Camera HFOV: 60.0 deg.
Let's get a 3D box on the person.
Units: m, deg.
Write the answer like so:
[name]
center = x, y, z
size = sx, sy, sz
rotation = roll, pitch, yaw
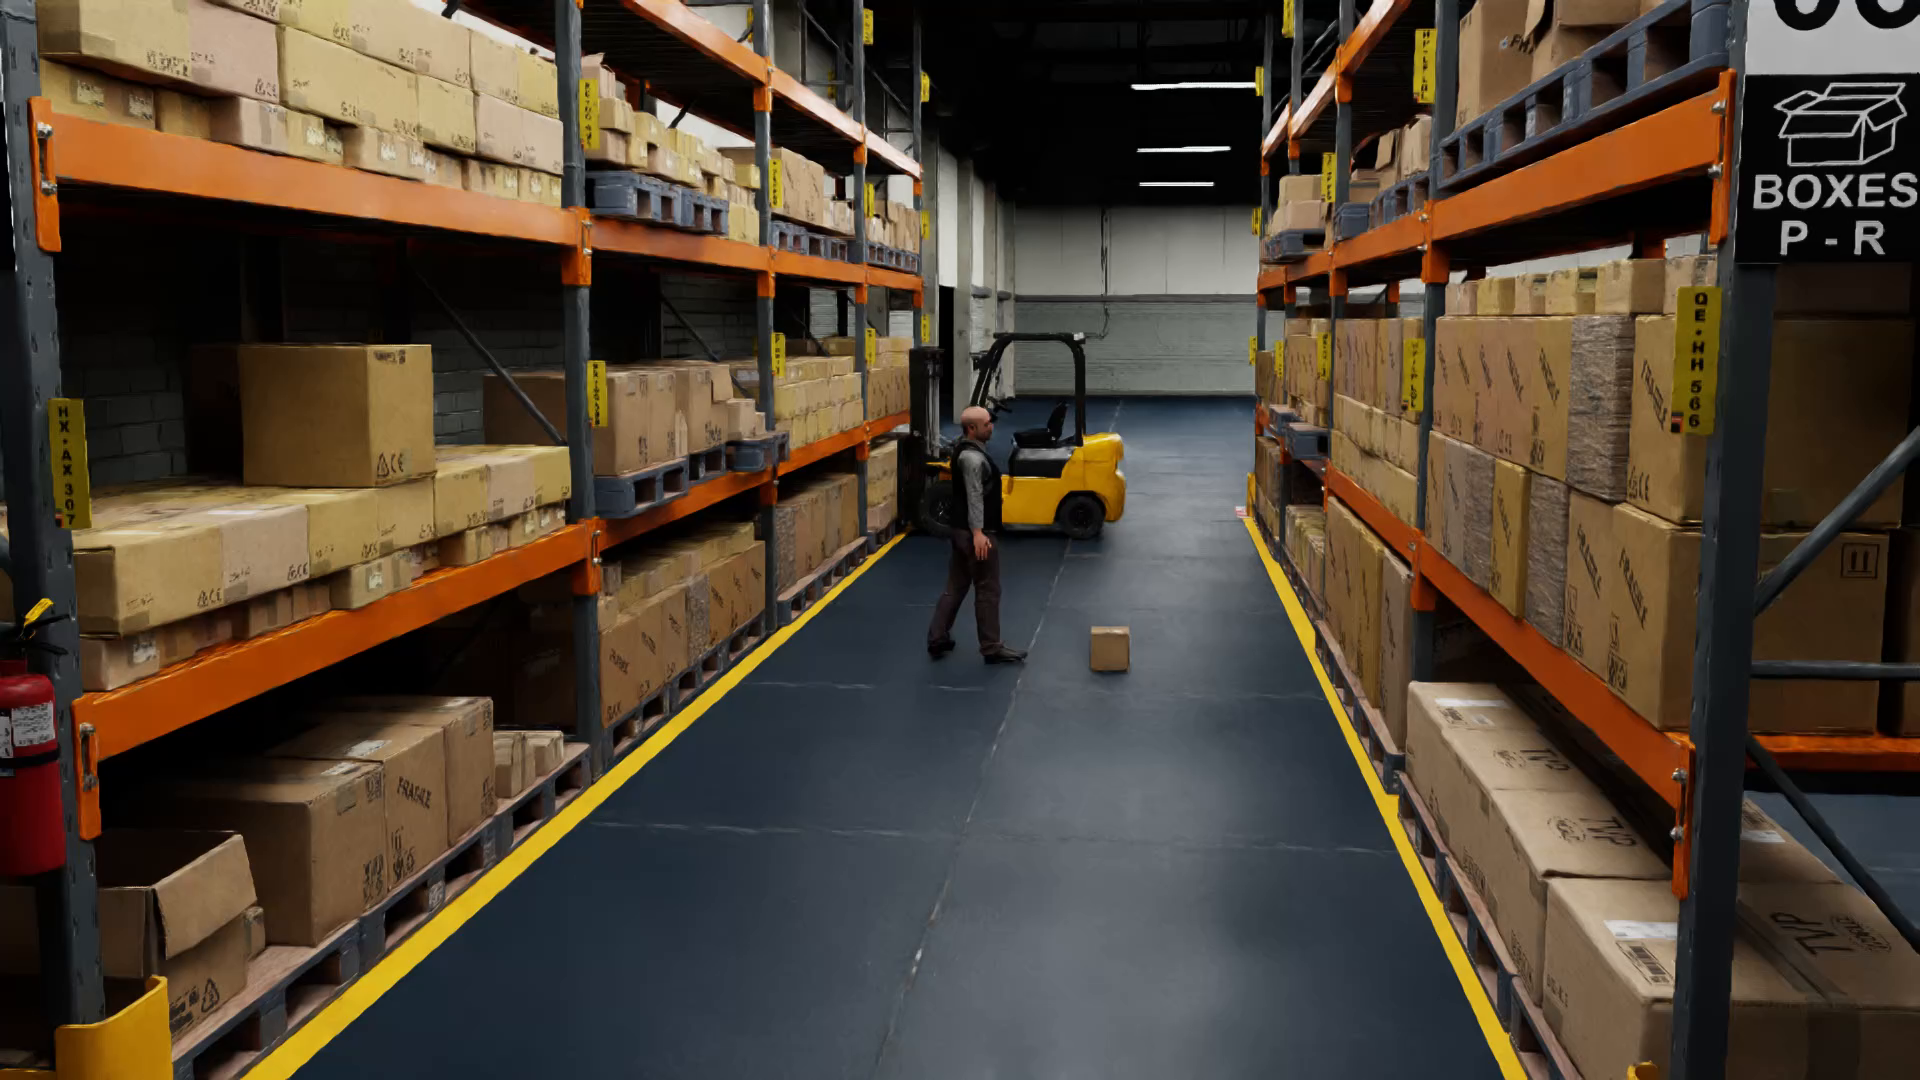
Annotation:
[person]
center = 0.116, -0.035, 11.147
size = 0.641, 1.723, 0.745
rotation = -1, 8, -9
